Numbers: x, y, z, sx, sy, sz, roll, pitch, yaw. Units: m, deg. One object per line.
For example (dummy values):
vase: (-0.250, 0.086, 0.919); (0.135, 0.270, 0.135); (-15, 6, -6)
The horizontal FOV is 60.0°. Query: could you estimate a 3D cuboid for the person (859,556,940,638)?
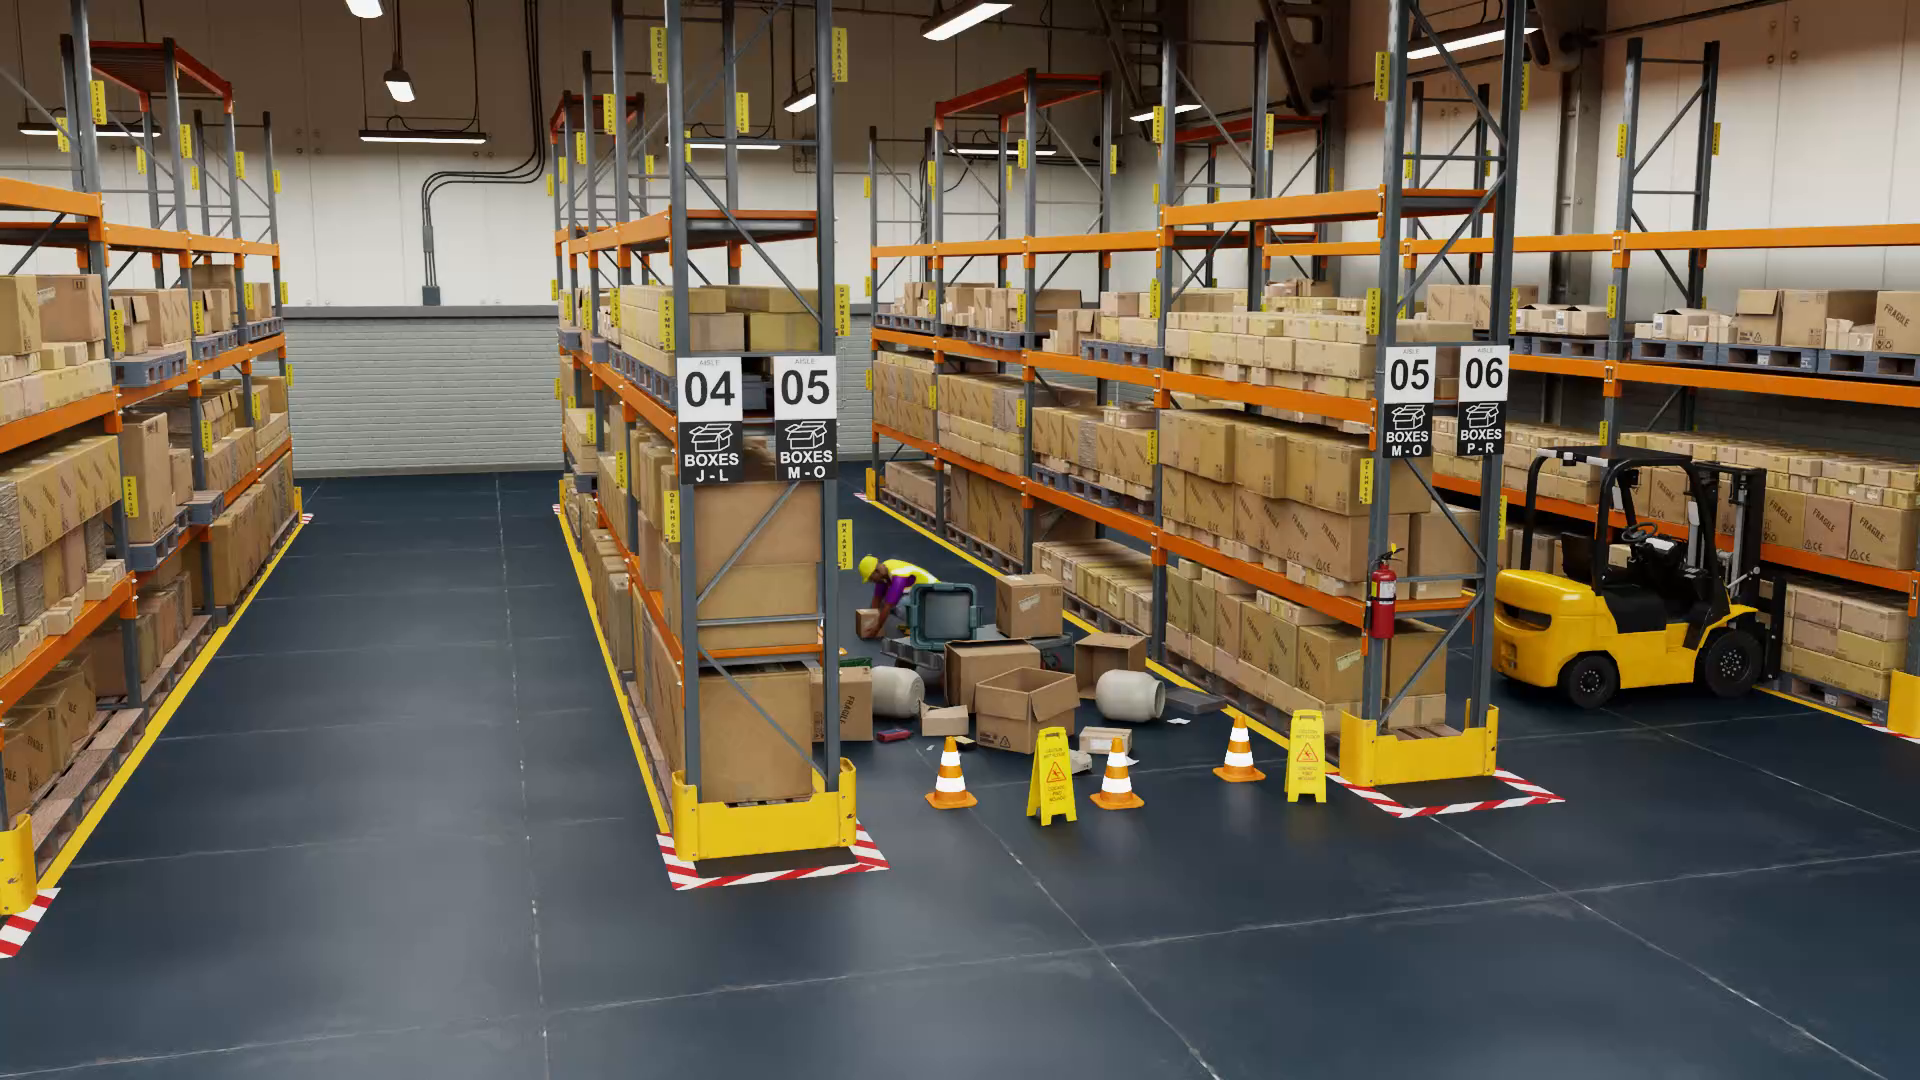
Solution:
person: (-0.609, 0.584, 17.235); (0.907, 0.892, 0.553); (-3, 10, -16)
